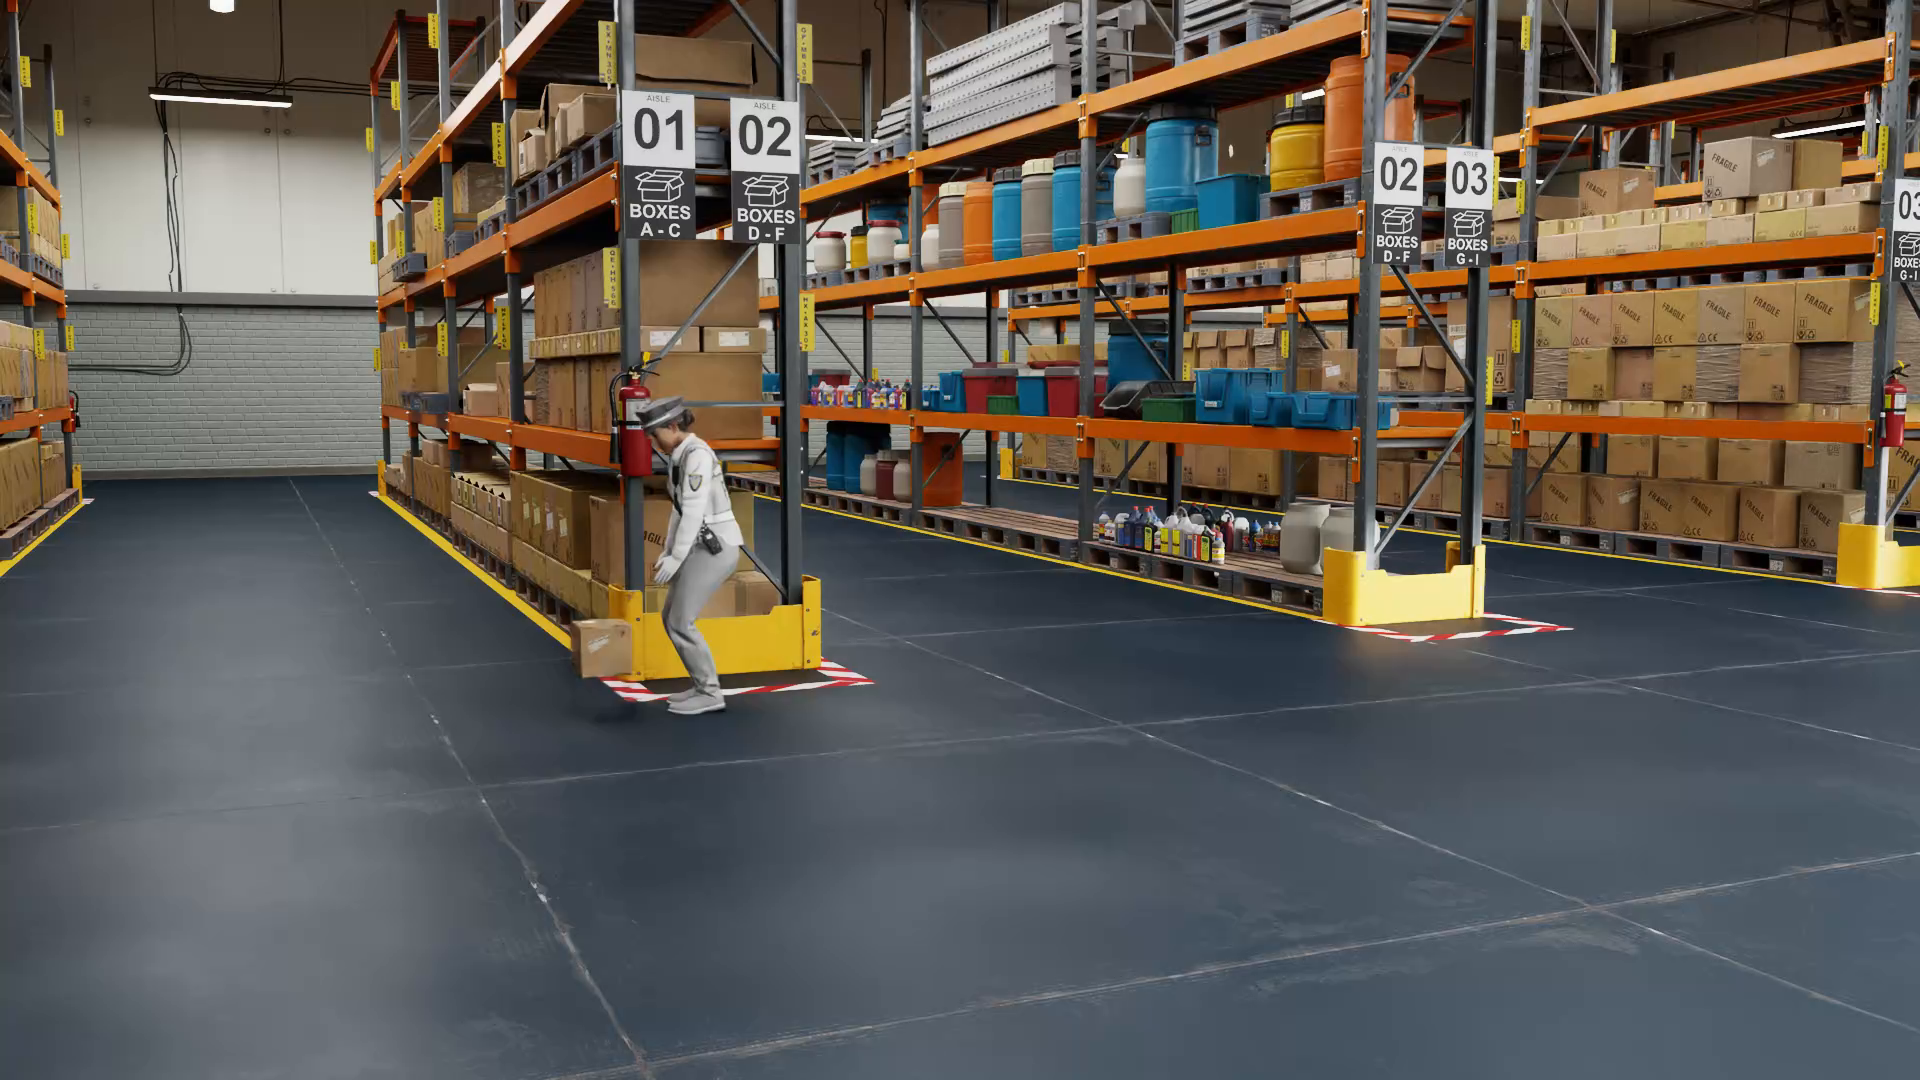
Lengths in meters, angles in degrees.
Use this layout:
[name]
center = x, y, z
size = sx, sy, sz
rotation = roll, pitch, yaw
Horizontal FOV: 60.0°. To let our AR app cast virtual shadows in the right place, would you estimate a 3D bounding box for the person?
[person]
center = -1.343, 0.072, 8.284
size = 0.522, 1.576, 0.516
rotation = -1, 6, -15
